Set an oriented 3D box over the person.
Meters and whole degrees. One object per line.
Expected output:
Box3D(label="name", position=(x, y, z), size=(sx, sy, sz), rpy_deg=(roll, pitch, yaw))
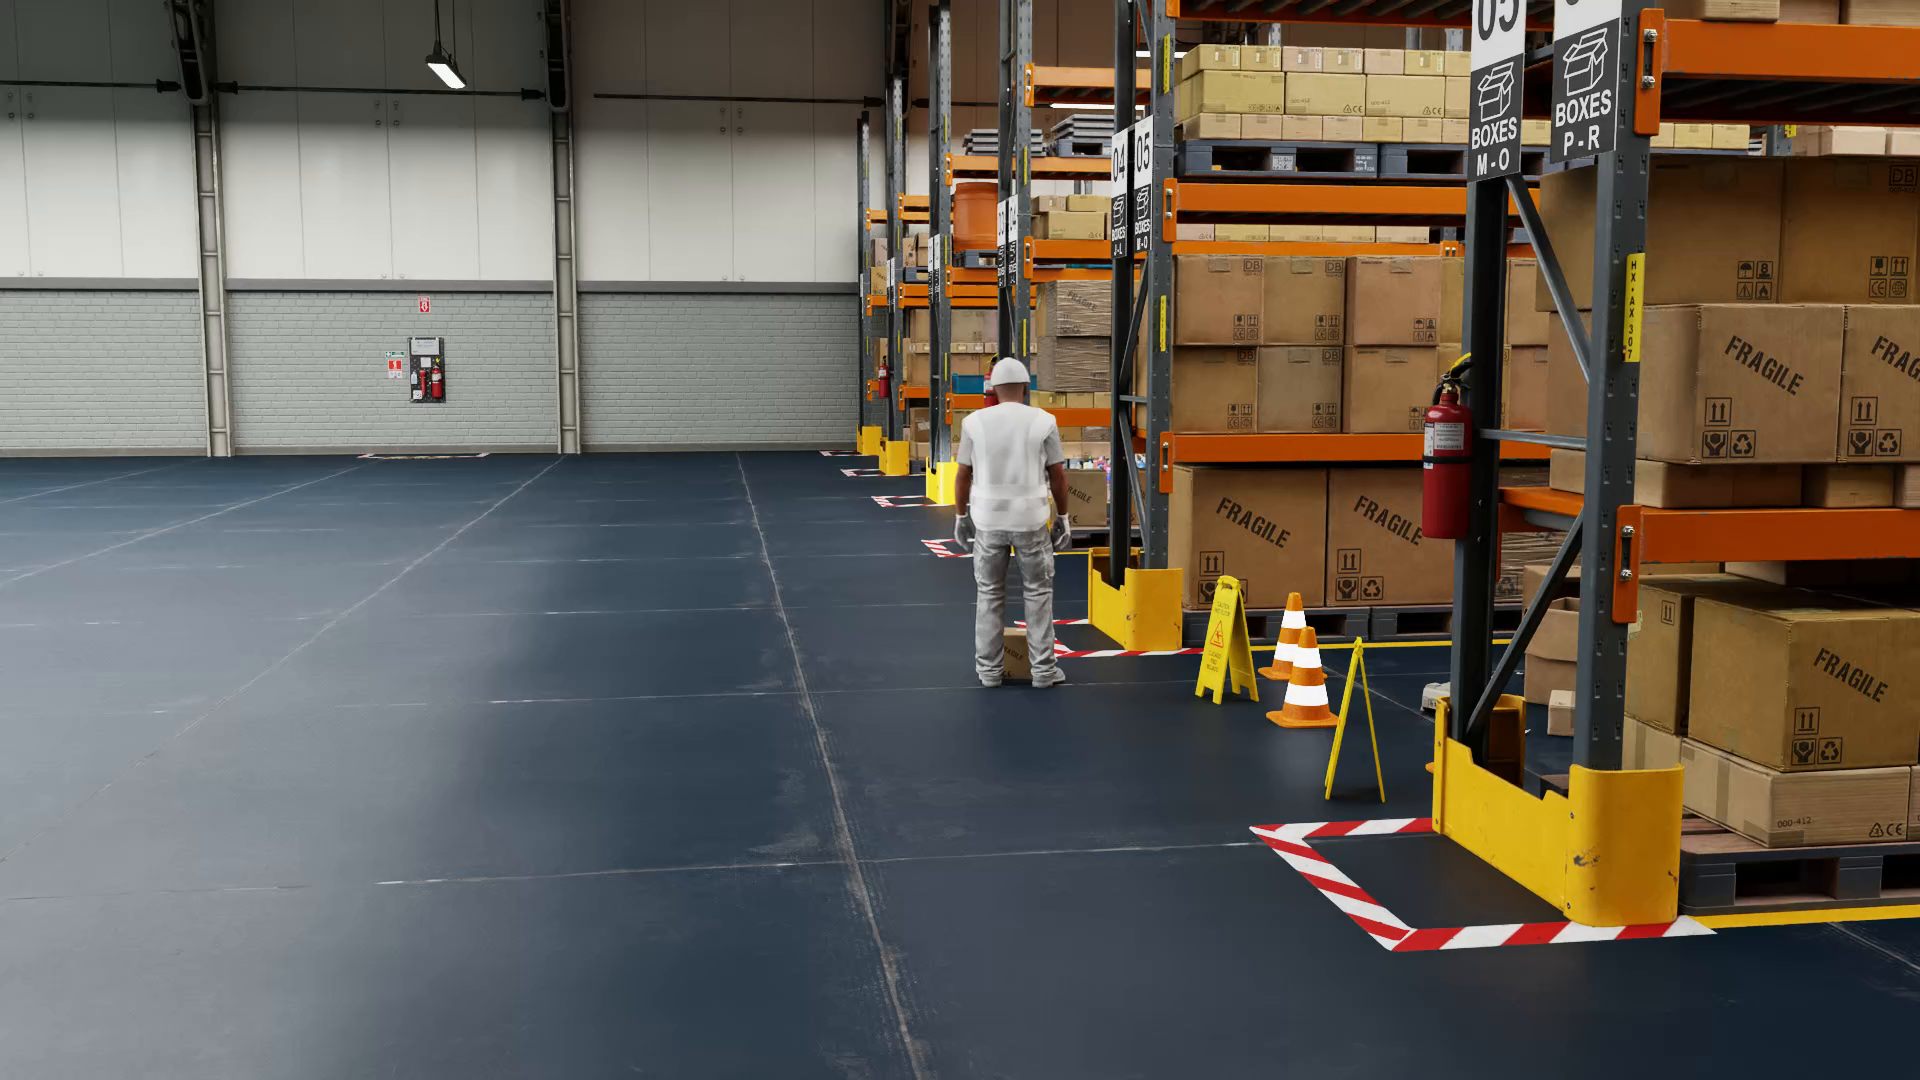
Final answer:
Box3D(label="person", position=(0.284, -0.095, 9.009), size=(0.628, 1.774, 0.453), rpy_deg=(1, 6, 8))
